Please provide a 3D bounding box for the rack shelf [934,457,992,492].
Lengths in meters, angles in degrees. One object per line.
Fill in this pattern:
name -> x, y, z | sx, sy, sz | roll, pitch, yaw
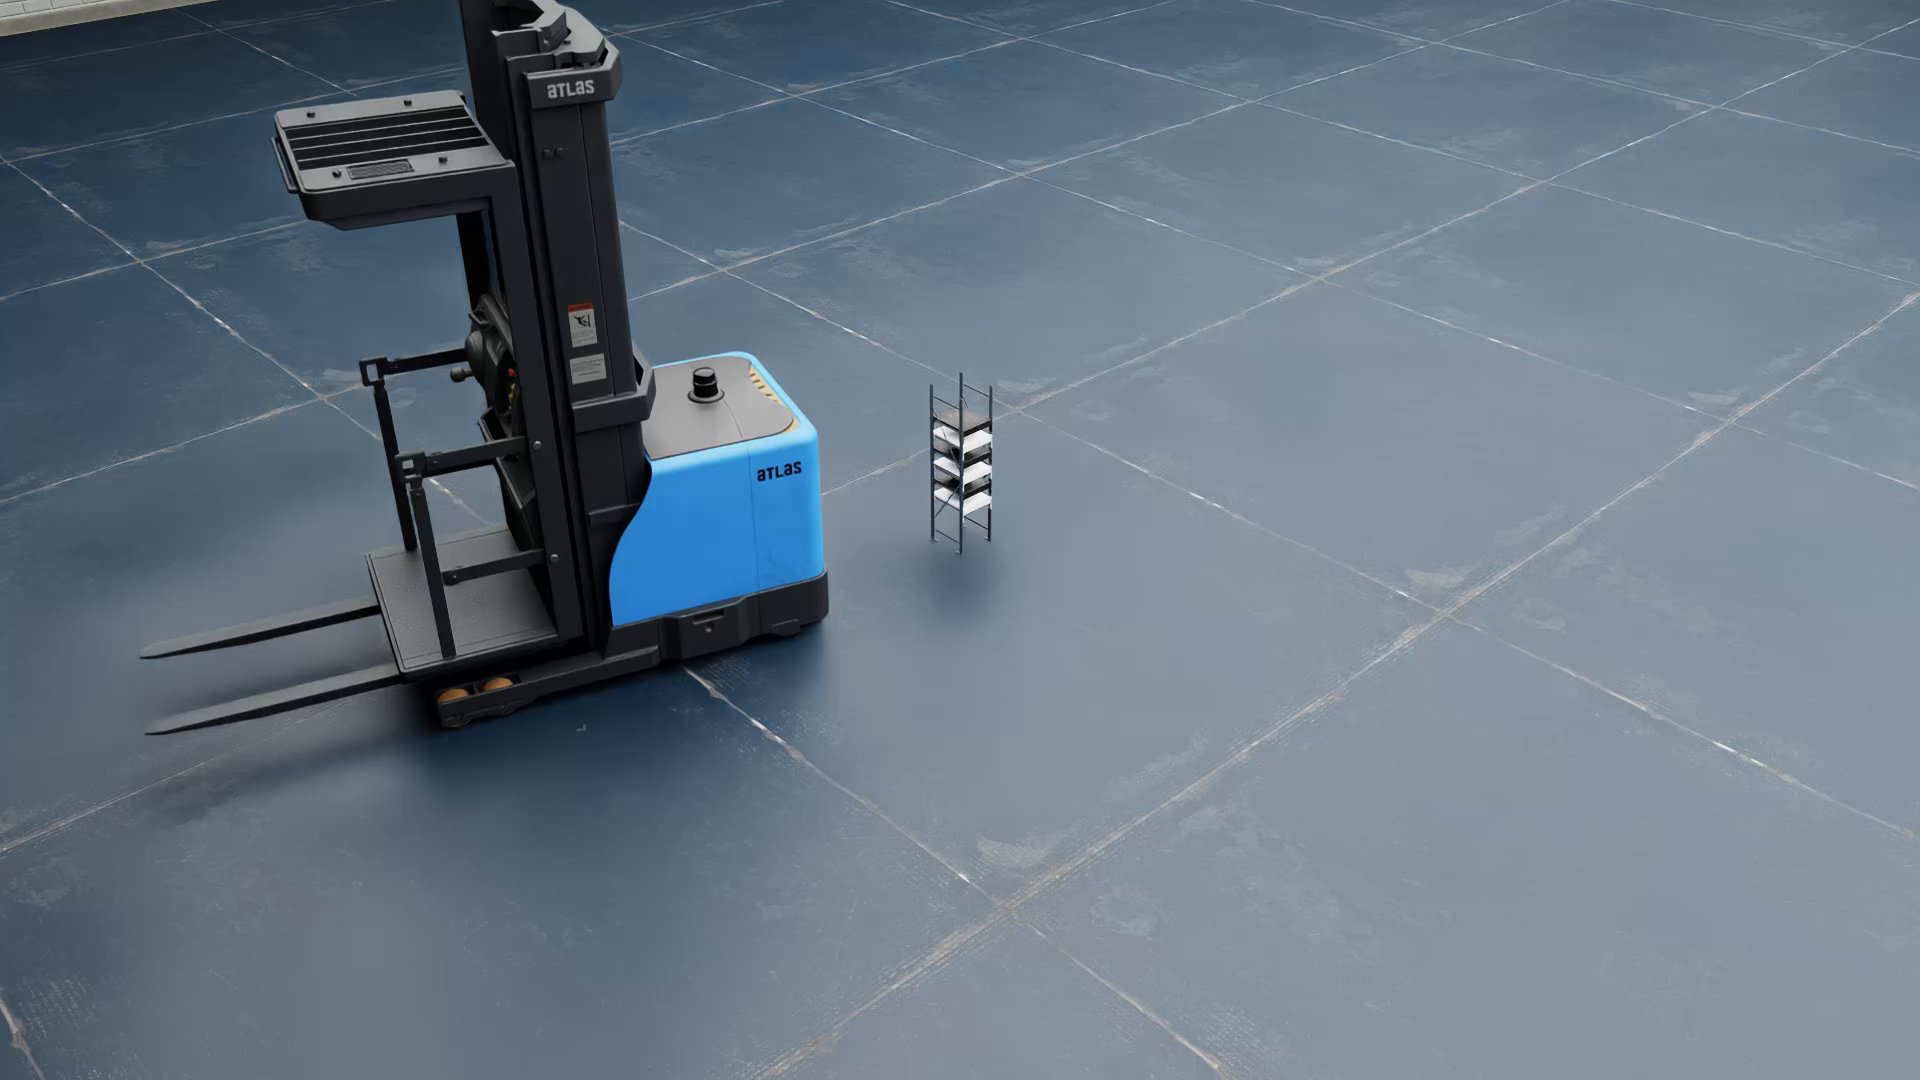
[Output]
rack shelf -> 0.006, -0.358, 8.537 | 0.200, 0.077, 0.258 | -26, 40, -35

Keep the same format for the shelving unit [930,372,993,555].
shelving unit -> 0.006, -0.387, 8.520 | 0.210, 0.900, 0.258 | -26, 40, -35

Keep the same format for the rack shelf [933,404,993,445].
rack shelf -> 0.006, -0.589, 8.396 | 0.200, 0.077, 0.258 | -26, 40, -35

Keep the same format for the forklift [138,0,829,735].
forklift -> -2.193, -0.734, 7.142 | 3.031, 2.935, 1.130 | -14, 34, -21

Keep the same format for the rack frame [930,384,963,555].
rack frame -> -0.069, -0.351, 8.461 | 0.006, 0.900, 0.240 | -26, 40, -35

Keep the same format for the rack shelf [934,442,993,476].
rack shelf -> 0.006, -0.435, 8.490 | 0.200, 0.077, 0.258 | -26, 40, -35

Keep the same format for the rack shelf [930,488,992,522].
rack shelf -> 0.006, -0.205, 8.631 | 0.200, 0.077, 0.258 | -26, 40, -35

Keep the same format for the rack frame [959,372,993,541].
rack frame -> 0.081, -0.423, 8.579 | 0.006, 0.900, 0.240 | -26, 40, -35

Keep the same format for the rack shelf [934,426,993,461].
rack shelf -> 0.006, -0.512, 8.443 | 0.200, 0.077, 0.258 | -26, 40, -35

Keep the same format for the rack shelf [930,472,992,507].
rack shelf -> 0.006, -0.282, 8.584 | 0.200, 0.077, 0.258 | -26, 40, -35
